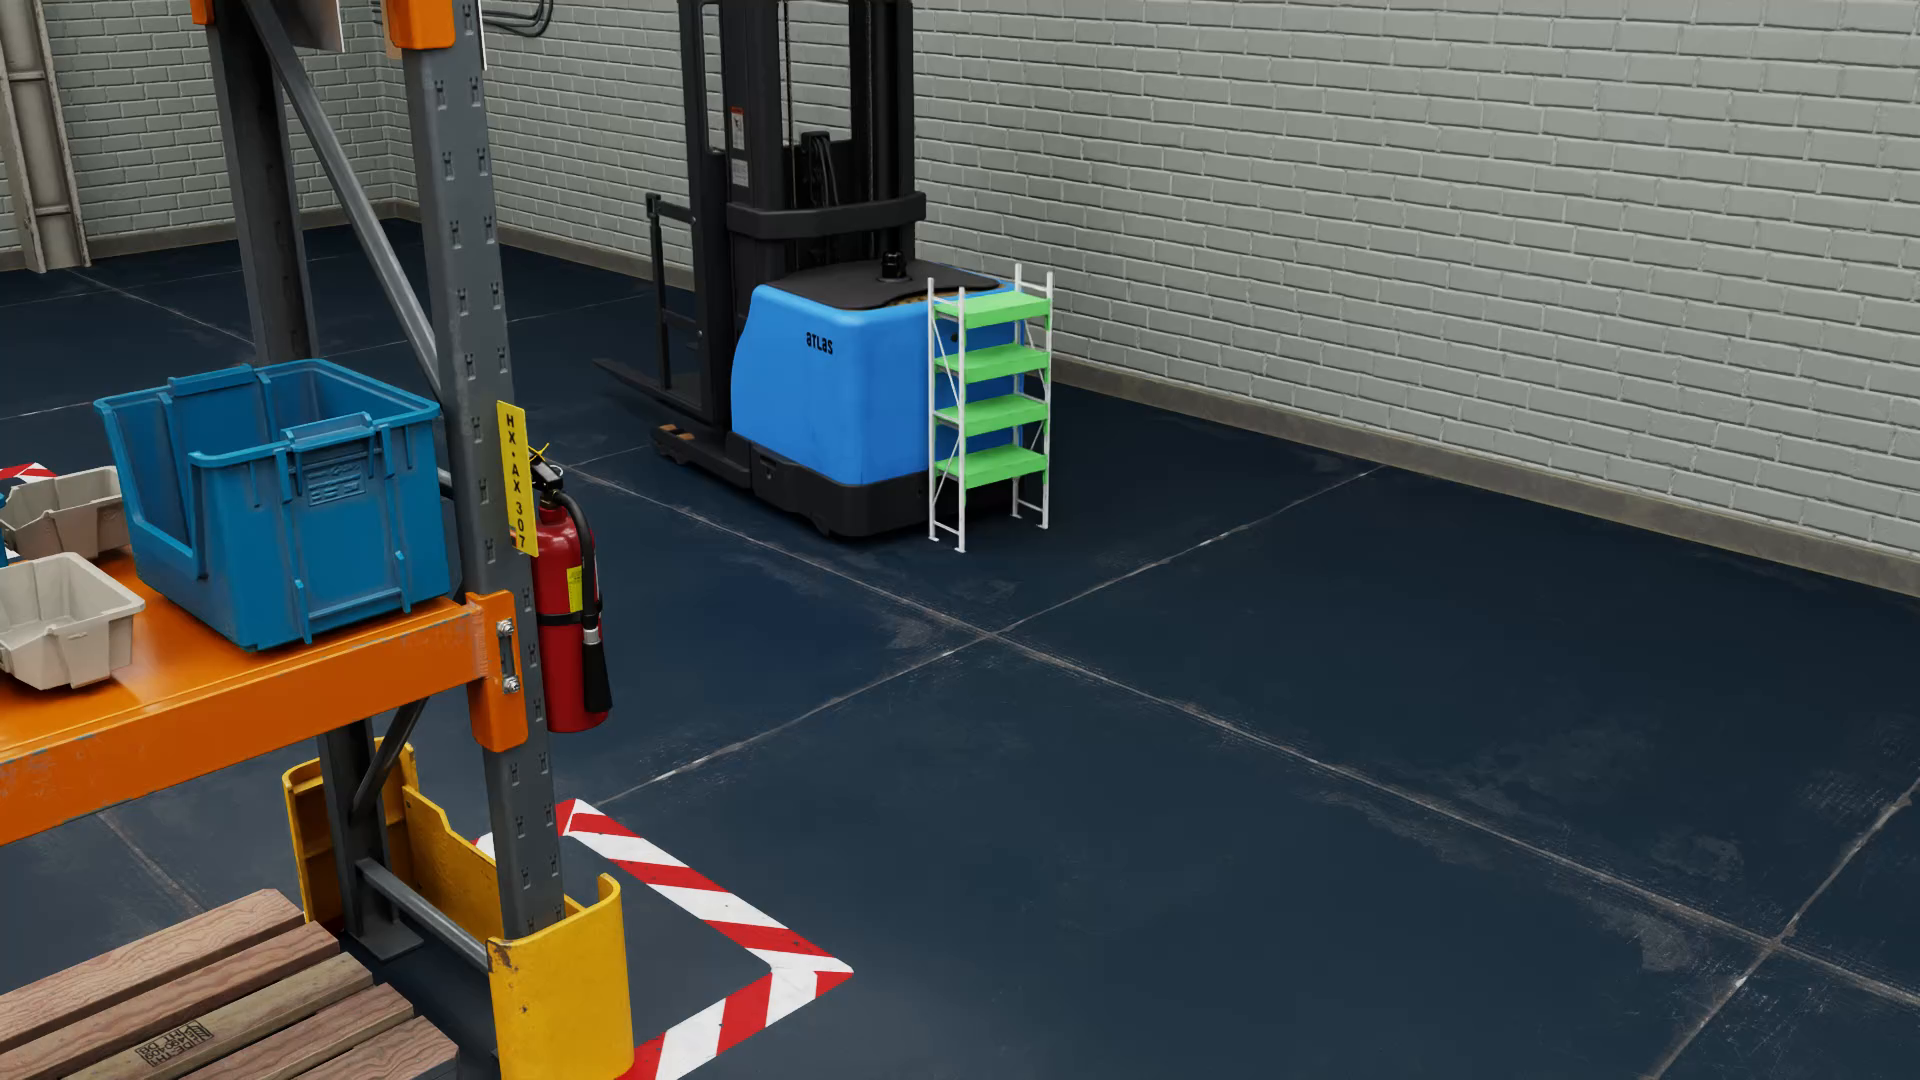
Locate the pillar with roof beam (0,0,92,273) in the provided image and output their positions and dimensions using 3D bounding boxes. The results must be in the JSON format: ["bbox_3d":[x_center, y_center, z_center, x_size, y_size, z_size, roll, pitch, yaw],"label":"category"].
[{"bbox_3d":[-4.086,-5.297,8.814,9.100,9.000,0.400,19,28,41],"label":"pillar with roof beam"}]

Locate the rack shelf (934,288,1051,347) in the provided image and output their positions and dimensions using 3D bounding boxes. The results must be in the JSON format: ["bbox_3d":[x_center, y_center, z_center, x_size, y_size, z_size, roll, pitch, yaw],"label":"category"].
[{"bbox_3d":[0.135,-0.978,7.288,0.480,0.148,0.258,-15,26,-35],"label":"rack shelf"}]

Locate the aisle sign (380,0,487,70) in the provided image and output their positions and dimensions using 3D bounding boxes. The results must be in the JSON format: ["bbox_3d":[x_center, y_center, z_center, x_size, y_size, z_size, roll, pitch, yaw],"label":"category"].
[{"bbox_3d":[-1.075,-1.343,3.265,0.394,0.787,0.004,19,28,41],"label":"aisle sign"}]

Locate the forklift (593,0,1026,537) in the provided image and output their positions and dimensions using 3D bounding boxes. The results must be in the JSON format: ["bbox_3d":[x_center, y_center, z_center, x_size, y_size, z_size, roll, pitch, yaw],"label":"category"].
[{"bbox_3d":[-0.968,-1.846,8.293,1.130,2.935,3.031,-15,26,-34],"label":"forklift"}]

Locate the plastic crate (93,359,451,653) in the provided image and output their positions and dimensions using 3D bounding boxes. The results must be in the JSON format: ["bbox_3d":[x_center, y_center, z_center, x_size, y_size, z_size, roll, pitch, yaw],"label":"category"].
[{"bbox_3d":[-1.435,-0.096,3.511,0.616,0.435,0.499,19,28,41],"label":"plastic crate"}]

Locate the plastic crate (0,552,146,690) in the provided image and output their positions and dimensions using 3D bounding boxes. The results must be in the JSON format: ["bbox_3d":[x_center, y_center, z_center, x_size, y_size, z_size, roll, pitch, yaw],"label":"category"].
[{"bbox_3d":[-1.775,0.166,3.247,0.396,0.136,0.243,19,28,41],"label":"plastic crate"}]

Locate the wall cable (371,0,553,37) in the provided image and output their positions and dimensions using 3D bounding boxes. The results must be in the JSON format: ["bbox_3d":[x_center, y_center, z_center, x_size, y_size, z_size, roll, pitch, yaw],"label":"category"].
[{"bbox_3d":[-4.232,-5.379,13.355,3.097,2.526,0.112,19,28,41],"label":"wall cable"}]

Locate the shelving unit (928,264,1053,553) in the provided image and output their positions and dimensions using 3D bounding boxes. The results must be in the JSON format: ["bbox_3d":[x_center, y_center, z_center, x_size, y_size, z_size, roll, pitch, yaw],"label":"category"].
[{"bbox_3d":[0.135,-0.590,7.437,0.503,1.200,0.258,-15,26,-35],"label":"shelving unit"}]

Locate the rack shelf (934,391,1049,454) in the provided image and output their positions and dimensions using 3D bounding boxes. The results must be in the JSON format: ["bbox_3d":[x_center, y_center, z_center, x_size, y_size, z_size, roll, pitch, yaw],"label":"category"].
[{"bbox_3d":[0.135,-0.530,7.460,0.480,0.148,0.258,-15,26,-35],"label":"rack shelf"}]

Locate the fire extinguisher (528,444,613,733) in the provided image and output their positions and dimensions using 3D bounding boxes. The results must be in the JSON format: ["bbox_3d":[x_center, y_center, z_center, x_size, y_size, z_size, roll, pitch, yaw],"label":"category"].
[{"bbox_3d":[-0.905,0.101,3.759,0.296,0.674,0.183,19,28,41],"label":"fire extinguisher"}]

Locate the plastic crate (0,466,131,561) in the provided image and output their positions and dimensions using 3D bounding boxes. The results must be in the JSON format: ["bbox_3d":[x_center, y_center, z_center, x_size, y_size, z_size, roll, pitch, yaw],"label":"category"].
[{"bbox_3d":[-2.027,-0.047,3.799,0.250,0.136,0.298,19,28,41],"label":"plastic crate"}]

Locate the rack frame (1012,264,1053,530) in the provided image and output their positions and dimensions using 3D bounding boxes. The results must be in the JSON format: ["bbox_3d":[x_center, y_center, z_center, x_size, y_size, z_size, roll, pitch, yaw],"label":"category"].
[{"bbox_3d":[0.328,-0.643,7.576,0.015,1.200,0.240,-15,26,-35],"label":"rack frame"}]

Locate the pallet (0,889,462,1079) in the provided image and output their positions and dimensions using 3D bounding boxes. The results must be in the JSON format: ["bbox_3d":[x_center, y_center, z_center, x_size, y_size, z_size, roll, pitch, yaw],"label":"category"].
[{"bbox_3d":[-1.939,1.319,3.848,1.003,0.211,1.213,19,28,41],"label":"pallet"}]

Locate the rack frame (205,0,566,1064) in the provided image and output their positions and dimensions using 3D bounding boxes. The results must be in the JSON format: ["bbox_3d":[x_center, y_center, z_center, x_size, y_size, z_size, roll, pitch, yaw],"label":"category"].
[{"bbox_3d":[-1.336,-0.184,3.874,1.000,3.000,0.127,19,28,41],"label":"rack frame"}]

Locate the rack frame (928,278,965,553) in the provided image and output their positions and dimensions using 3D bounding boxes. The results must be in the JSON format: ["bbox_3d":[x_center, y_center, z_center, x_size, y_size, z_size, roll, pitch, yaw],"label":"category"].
[{"bbox_3d":[-0.059,-0.536,7.298,0.015,1.200,0.240,-15,26,-35],"label":"rack frame"}]

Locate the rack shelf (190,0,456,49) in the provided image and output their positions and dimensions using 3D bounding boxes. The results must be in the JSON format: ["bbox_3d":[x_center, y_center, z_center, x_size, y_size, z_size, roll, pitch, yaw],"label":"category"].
[{"bbox_3d":[-2.731,-0.735,2.127,1.077,0.370,4.000,19,28,41],"label":"rack shelf"}]

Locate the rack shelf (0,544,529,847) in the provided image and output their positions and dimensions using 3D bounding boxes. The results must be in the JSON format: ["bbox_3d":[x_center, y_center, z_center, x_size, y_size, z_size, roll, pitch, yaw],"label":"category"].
[{"bbox_3d":[-2.731,0.665,2.665,1.077,0.370,4.000,19,28,41],"label":"rack shelf"}]

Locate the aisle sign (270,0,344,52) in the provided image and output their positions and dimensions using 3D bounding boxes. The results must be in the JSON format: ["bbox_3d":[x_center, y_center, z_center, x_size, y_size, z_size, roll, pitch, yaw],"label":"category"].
[{"bbox_3d":[-1.498,-1.491,3.649,0.394,0.787,0.004,19,28,41],"label":"aisle sign"}]

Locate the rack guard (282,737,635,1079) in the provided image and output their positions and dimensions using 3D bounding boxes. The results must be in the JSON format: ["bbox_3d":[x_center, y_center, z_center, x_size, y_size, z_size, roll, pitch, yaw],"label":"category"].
[{"bbox_3d":[-1.328,0.973,4.347,1.175,0.500,0.348,19,28,41],"label":"rack guard"}]

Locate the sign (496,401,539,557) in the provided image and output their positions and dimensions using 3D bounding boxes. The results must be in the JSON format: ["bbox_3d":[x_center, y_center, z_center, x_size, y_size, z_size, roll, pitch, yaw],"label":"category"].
[{"bbox_3d":[-0.930,-0.127,3.497,0.100,0.325,0.005,19,28,41],"label":"sign"}]

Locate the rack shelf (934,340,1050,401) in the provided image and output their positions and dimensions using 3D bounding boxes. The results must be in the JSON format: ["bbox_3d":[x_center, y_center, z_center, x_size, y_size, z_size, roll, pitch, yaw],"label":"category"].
[{"bbox_3d":[0.135,-0.754,7.374,0.480,0.148,0.258,-15,26,-35],"label":"rack shelf"}]

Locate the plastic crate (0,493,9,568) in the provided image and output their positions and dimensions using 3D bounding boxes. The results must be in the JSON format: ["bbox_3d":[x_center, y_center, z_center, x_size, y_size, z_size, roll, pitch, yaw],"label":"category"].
[{"bbox_3d":[-2.203,0.016,3.502,0.416,0.233,0.300,19,28,41],"label":"plastic crate"}]

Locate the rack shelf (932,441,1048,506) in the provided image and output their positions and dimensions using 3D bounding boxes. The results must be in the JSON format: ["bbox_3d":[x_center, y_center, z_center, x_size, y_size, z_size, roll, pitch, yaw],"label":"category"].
[{"bbox_3d":[0.135,-0.306,7.546,0.480,0.148,0.258,-15,26,-35],"label":"rack shelf"}]
